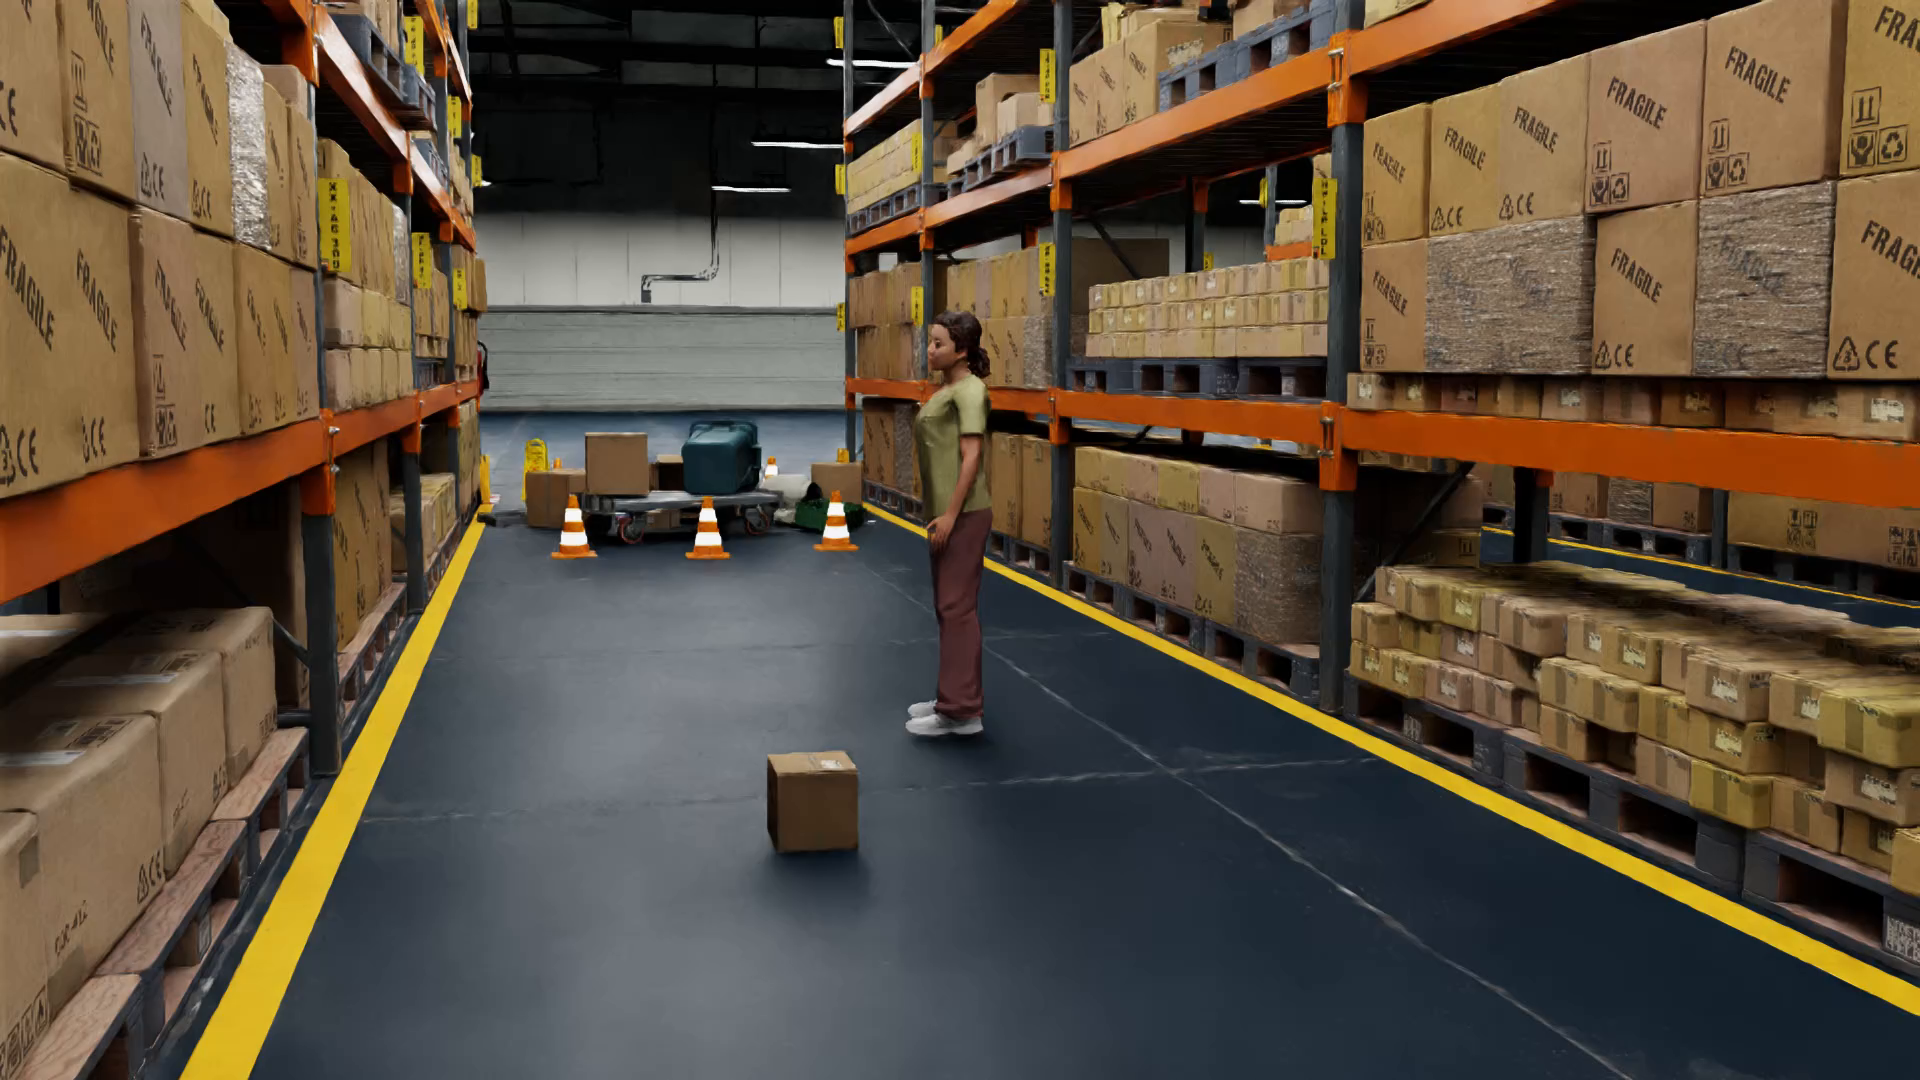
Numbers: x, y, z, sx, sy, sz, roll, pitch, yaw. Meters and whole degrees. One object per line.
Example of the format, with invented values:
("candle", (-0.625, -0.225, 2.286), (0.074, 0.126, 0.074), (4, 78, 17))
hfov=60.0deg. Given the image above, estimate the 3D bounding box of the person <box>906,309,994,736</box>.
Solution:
("person", (-0.043, -0.073, 6.621), (0.385, 1.679, 0.481), (-1, 6, -11))
